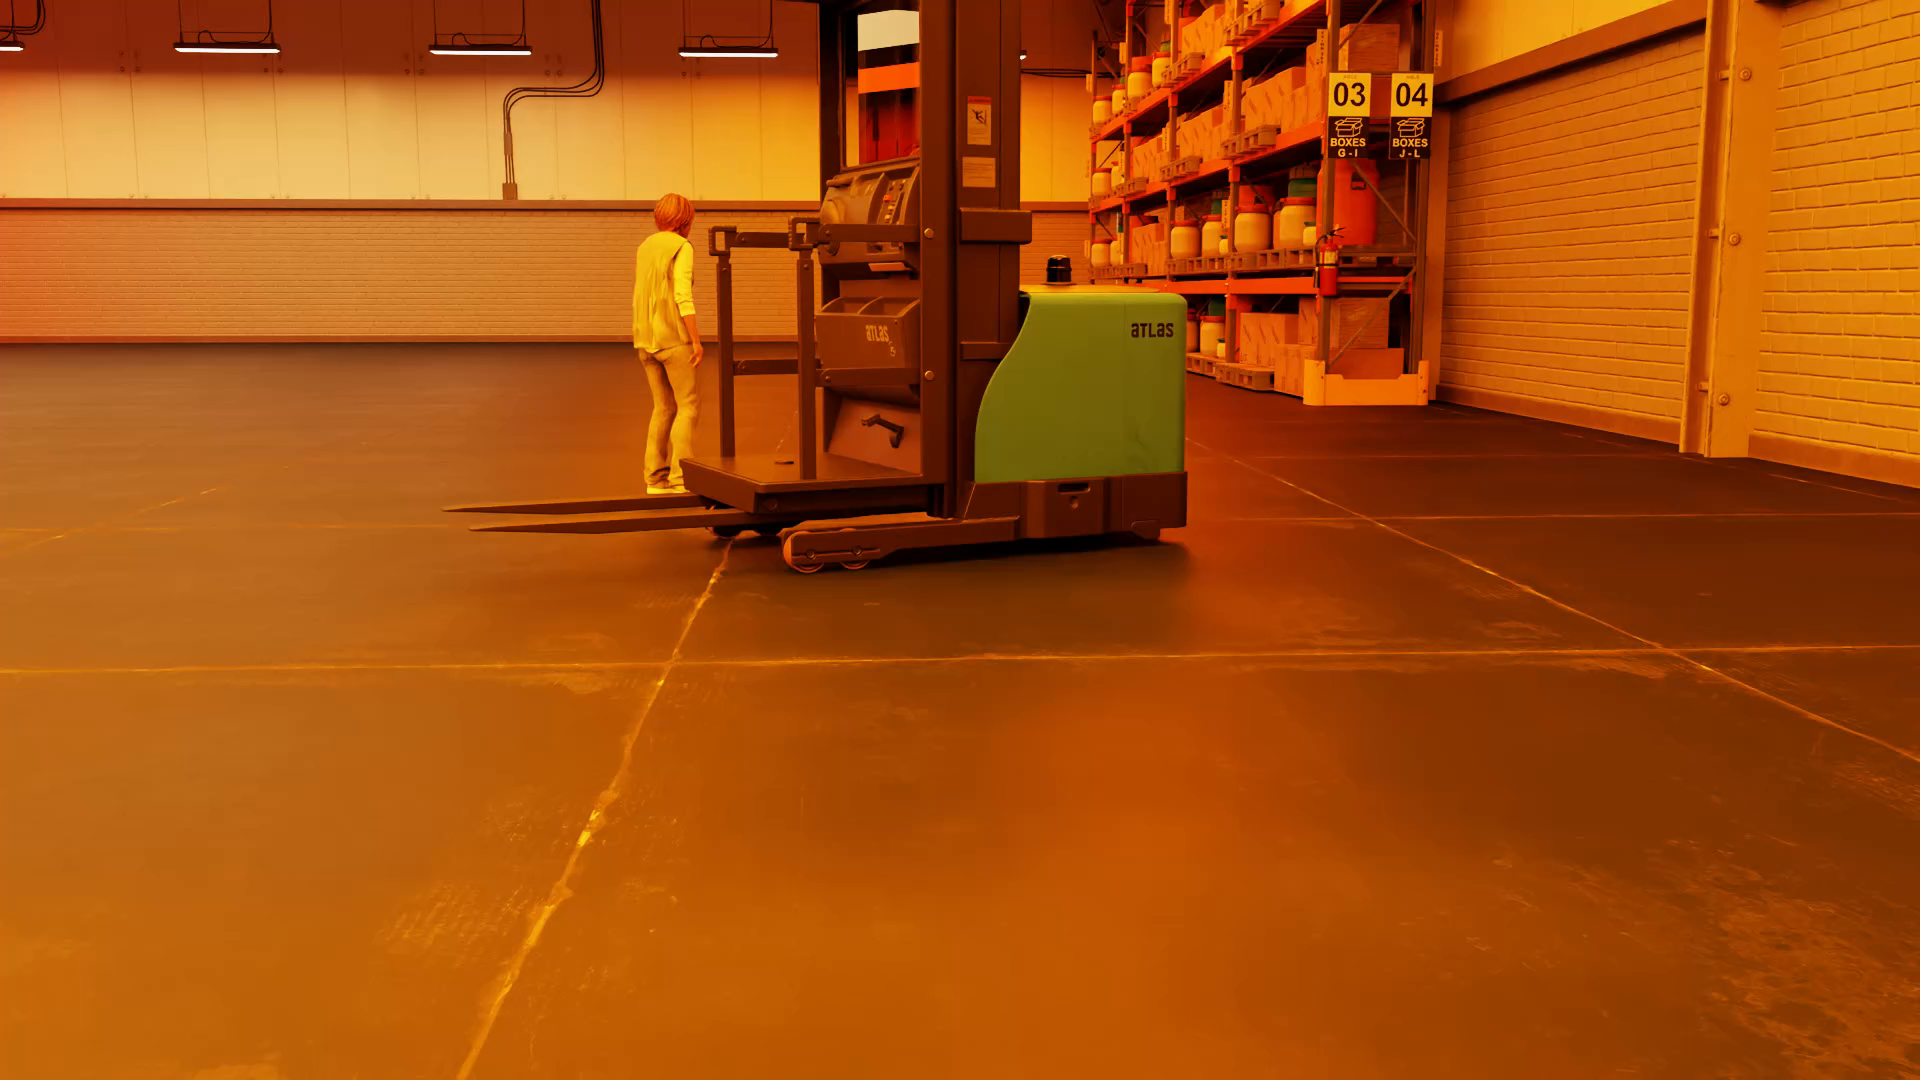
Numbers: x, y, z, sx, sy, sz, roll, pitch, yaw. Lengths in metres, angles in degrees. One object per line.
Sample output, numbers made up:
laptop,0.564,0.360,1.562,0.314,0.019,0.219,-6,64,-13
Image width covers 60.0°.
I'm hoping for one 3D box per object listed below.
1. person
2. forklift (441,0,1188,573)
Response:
person,-1.530,-1.022,8.777,0.470,1.592,0.349,8,12,43
forklift,-0.566,-1.409,6.822,3.031,2.935,1.130,-4,9,-26
